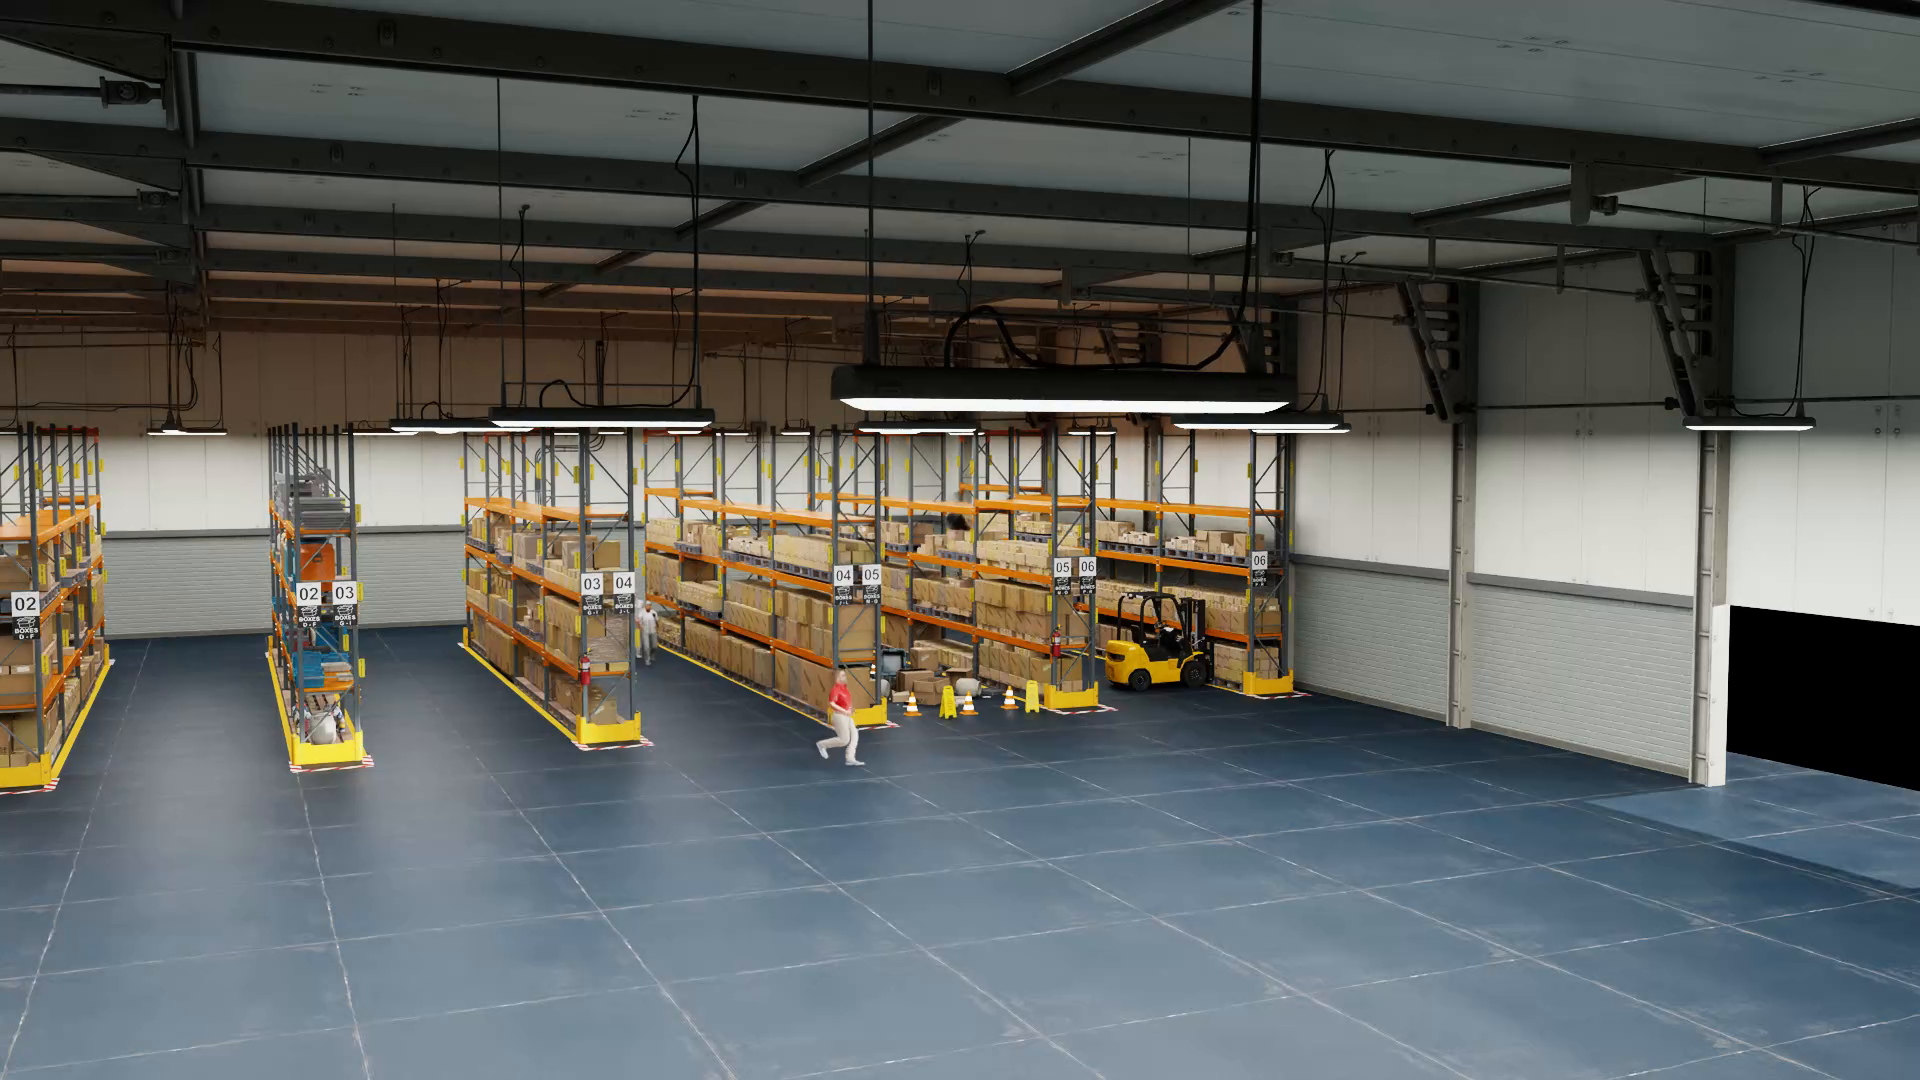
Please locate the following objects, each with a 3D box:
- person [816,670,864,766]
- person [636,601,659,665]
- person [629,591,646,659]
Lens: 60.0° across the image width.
[{"bbox_3d":[-2.077,3.112,29.070,0.829,1.683,0.677,1,4,12],"label":"person"},{"bbox_3d":[-7.870,2.348,42.022,0.604,1.617,0.536,-1,4,-22],"label":"person"},{"bbox_3d":[-8.486,2.197,43.450,0.708,1.748,0.875,-2,4,-29],"label":"person"}]
